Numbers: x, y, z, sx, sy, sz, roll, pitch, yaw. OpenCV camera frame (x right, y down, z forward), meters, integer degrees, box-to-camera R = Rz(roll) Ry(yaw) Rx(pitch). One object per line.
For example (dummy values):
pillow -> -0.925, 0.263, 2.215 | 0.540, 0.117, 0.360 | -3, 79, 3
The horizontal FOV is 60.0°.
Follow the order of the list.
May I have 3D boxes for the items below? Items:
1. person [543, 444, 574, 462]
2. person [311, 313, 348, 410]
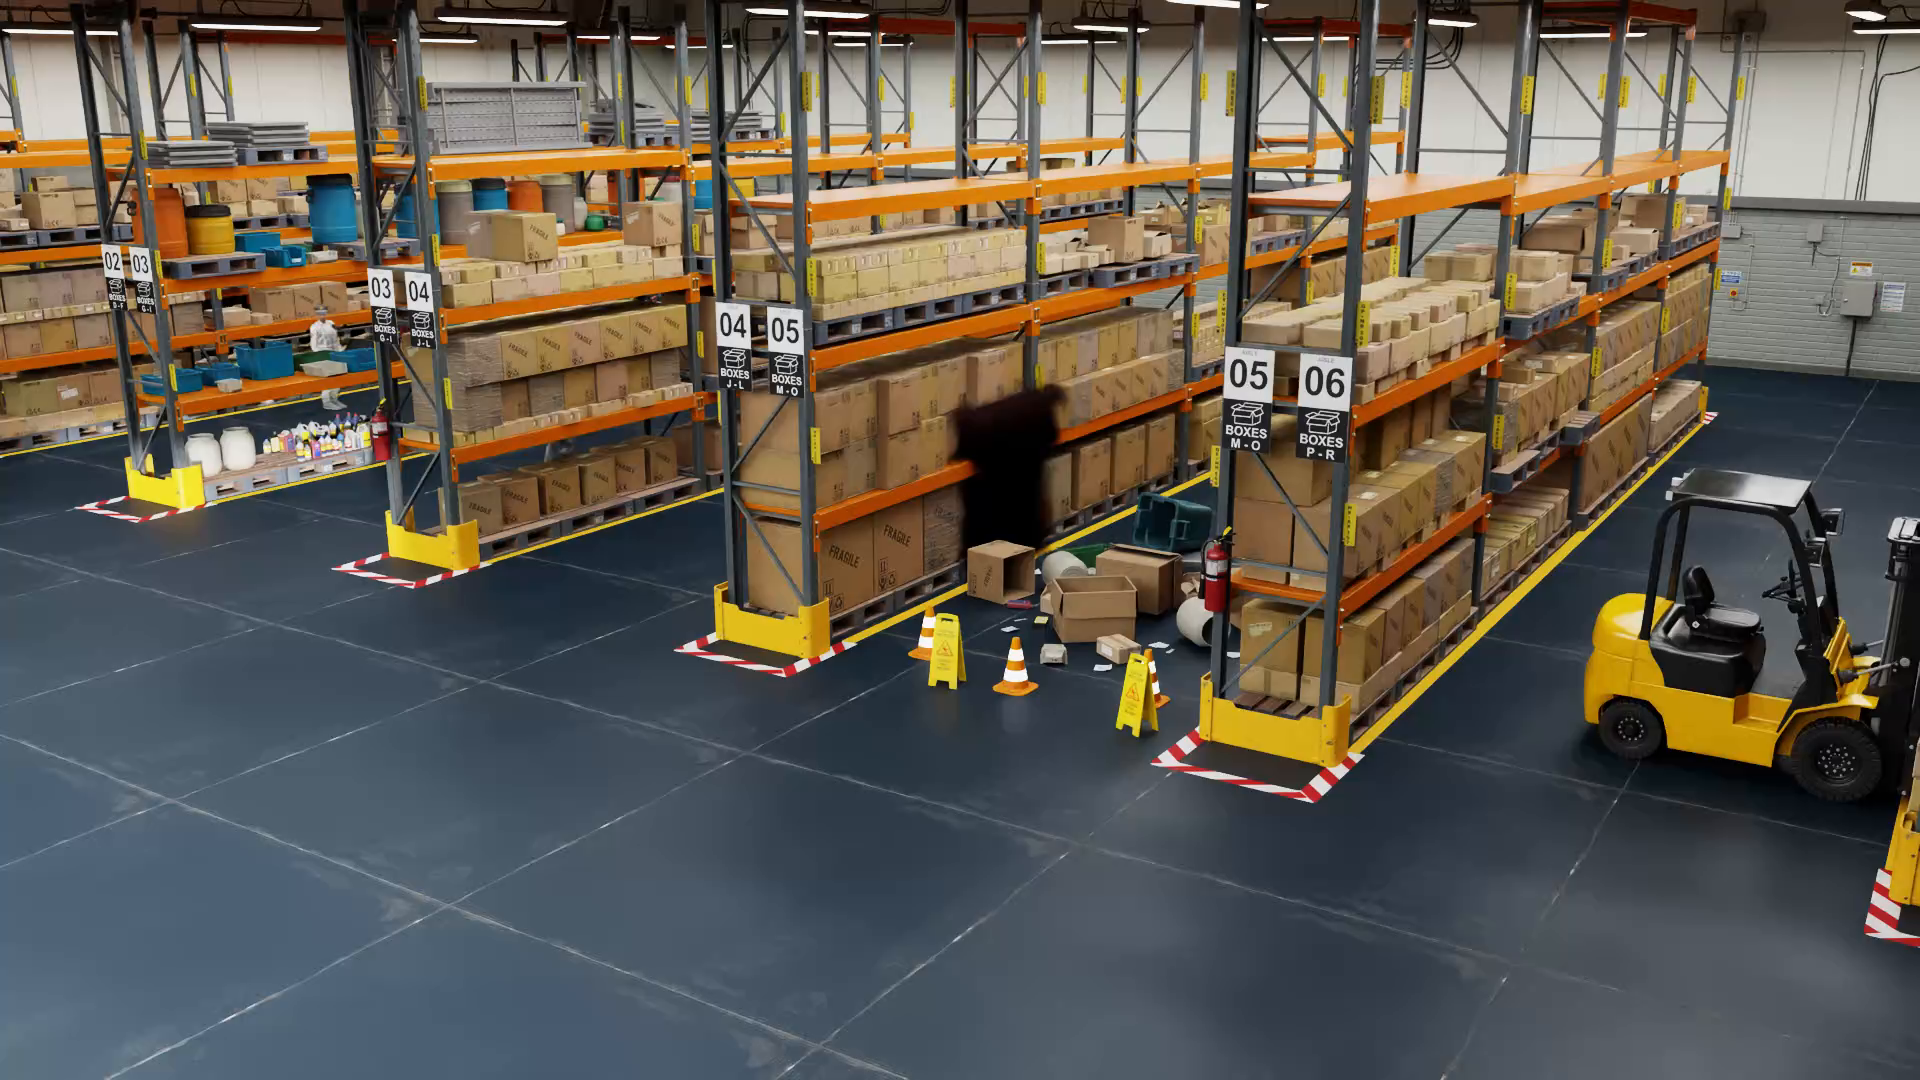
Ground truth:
person -> -5.595, -1.860, 22.903 | 0.412, 1.615, 0.964 | 8, 17, 26
person -> -10.084, -2.901, 26.599 | 0.357, 1.699, 0.494 | 6, 17, 19
